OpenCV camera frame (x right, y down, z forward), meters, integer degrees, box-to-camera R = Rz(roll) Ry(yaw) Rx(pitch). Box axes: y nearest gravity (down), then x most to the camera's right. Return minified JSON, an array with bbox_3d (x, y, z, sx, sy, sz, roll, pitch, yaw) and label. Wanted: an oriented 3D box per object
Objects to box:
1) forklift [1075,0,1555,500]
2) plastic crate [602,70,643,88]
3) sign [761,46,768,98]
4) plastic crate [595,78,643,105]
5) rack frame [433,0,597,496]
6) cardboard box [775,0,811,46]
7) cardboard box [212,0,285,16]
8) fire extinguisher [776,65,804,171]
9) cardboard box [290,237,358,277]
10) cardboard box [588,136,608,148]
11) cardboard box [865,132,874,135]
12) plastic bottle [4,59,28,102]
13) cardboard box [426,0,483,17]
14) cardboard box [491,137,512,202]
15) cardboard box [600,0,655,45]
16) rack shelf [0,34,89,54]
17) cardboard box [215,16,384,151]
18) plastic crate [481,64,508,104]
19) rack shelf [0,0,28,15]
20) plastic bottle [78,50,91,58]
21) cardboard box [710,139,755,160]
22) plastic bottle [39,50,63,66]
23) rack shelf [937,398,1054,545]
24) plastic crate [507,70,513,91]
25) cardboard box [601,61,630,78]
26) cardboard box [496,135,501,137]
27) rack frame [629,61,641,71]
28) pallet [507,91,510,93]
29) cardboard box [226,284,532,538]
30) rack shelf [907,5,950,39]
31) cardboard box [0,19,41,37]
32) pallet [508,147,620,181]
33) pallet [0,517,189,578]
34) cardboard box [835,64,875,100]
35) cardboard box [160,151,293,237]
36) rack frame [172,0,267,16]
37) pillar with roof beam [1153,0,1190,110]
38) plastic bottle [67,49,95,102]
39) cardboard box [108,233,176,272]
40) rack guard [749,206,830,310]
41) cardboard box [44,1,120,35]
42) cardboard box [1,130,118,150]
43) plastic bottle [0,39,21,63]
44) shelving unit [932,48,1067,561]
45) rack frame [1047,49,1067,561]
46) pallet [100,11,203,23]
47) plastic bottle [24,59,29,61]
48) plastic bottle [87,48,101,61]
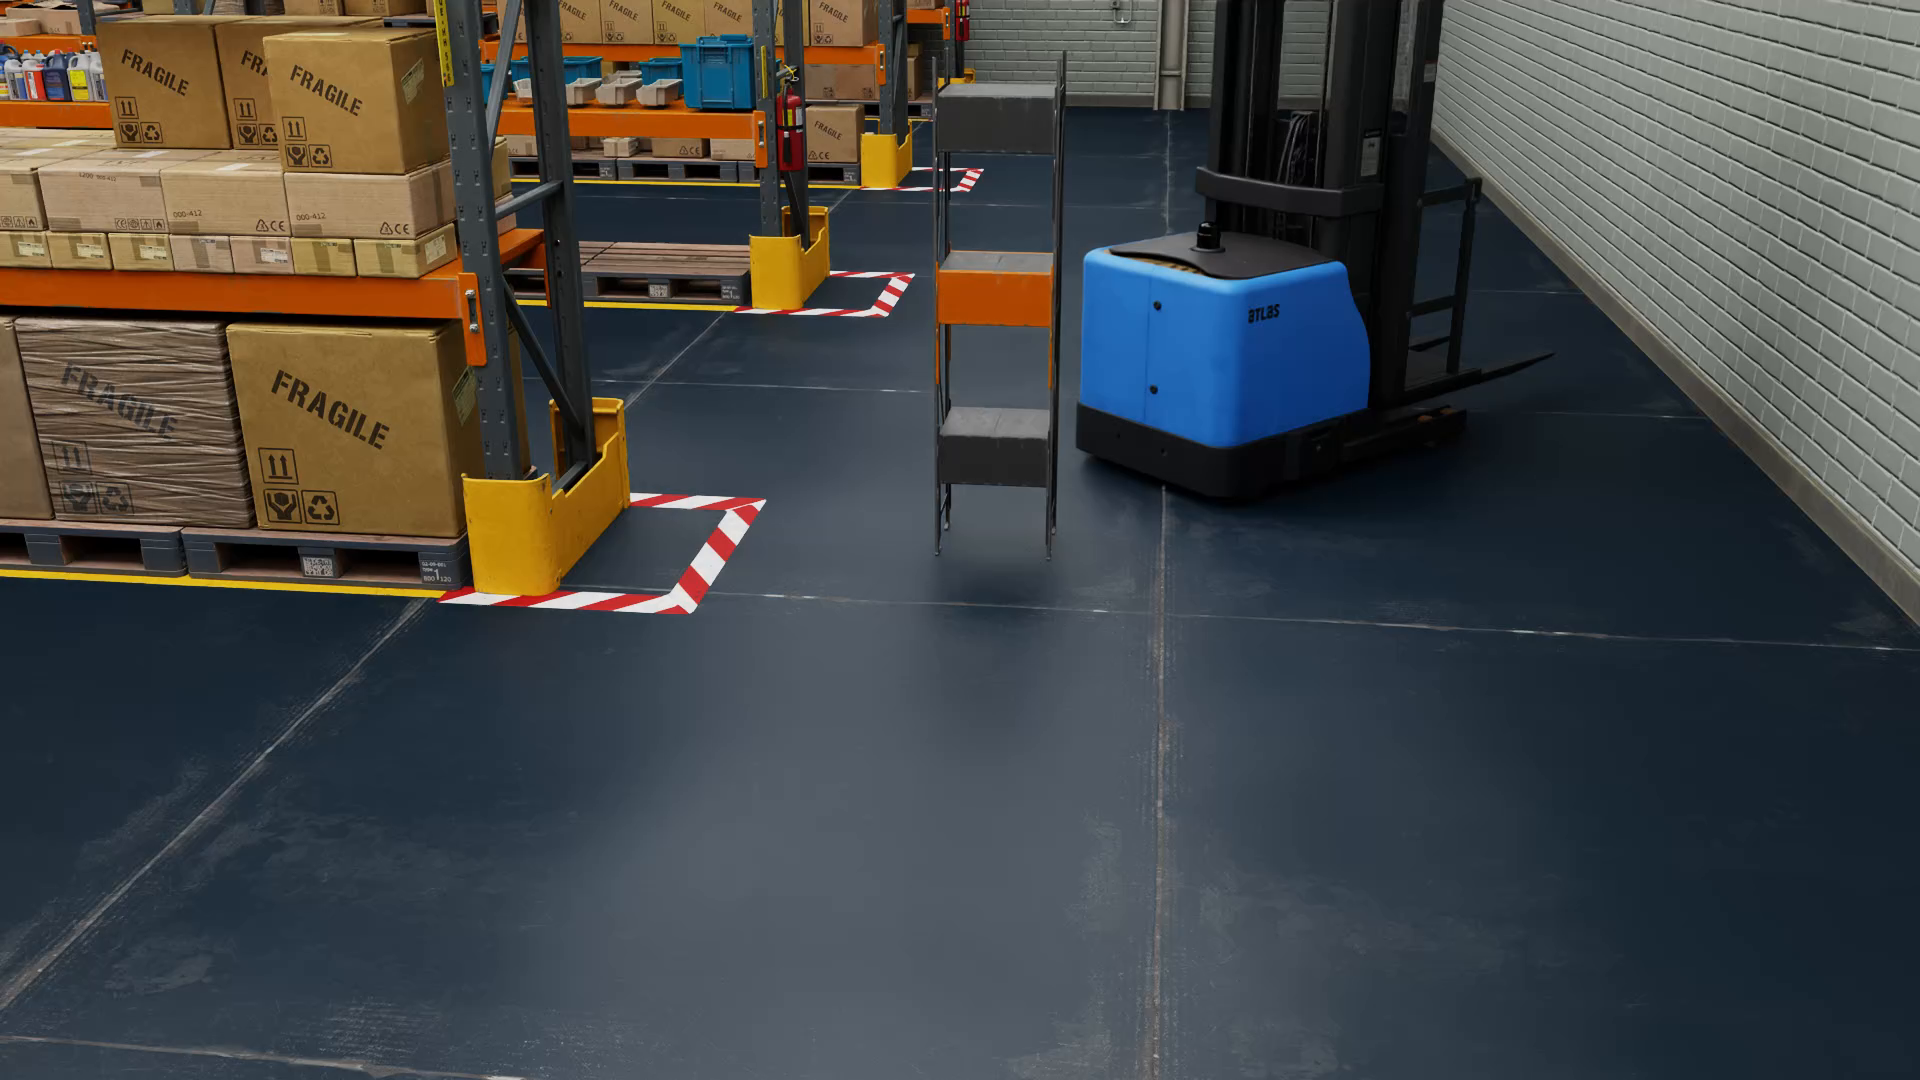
[{"bbox_3d":[2.047,-1.980,8.462,3.031,2.935,1.130,-17,27,-36],"label":"forklift"},{"bbox_3d":[-2.420,-3.300,11.984,0.298,0.136,0.250,2,22,6],"label":"plastic crate"},{"bbox_3d":[-1.280,-3.065,10.890,0.005,0.325,0.100,2,22,6],"label":"sign"},{"bbox_3d":[-2.349,-3.082,11.434,0.243,0.136,0.396,2,22,6],"label":"plastic crate"},{"bbox_3d":[-1.814,-1.382,6.855,0.127,3.000,1.000,2,22,6],"label":"rack frame"},{"bbox_3d":[-1.637,-4.986,15.836,0.500,0.500,0.500,3,22,7],"label":"cardboard box"},{"bbox_3d":[-7.065,-5.491,16.542,0.500,0.500,0.700,7,23,16],"label":"cardboard box"},{"bbox_3d":[-1.135,-2.808,11.076,0.183,0.674,0.296,2,22,6],"label":"fire extinguisher"},{"bbox_3d":[-2.465,-1.171,6.663,0.250,0.149,0.380,3,22,7],"label":"cardboard box"},{"bbox_3d":[-3.638,-4.135,17.098,0.250,0.149,0.380,2,22,6],"label":"cardboard box"},{"bbox_3d":[-1.020,-4.021,16.810,0.250,0.149,0.380,2,22,6],"label":"cardboard box"},{"bbox_3d":[-6.630,-3.248,11.744,0.135,0.276,0.152,2,22,6],"label":"plastic bottle"},{"bbox_3d":[-5.061,-5.516,16.604,0.500,0.500,0.700,-5,22,-12],"label":"cardboard box"},{"bbox_3d":[-2.259,-1.570,7.130,0.500,0.250,0.500,2,22,5],"label":"cardboard box"},{"bbox_3d":[-3.137,-5.053,16.005,0.500,0.500,0.500,2,22,6],"label":"cardboard box"},{"bbox_3d":[-10.575,-5.097,17.230,4.000,0.370,1.077,2,22,6],"label":"rack shelf"},{"bbox_3d":[-2.756,-1.940,7.047,0.500,0.500,0.500,2,22,5],"label":"cardboard box"},{"bbox_3d":[-3.301,-3.136,11.437,0.300,0.233,0.416,2,22,6],"label":"plastic crate"},{"bbox_3d":[-13.968,-7.078,22.243,4.000,0.370,1.077,2,22,6],"label":"rack shelf"},{"bbox_3d":[-6.538,-3.505,12.394,0.135,0.276,0.152,2,22,6],"label":"plastic bottle"},{"bbox_3d":[-2.154,-3.910,16.392,0.500,0.250,0.500,2,22,6],"label":"cardboard box"},{"bbox_3d":[-6.768,-3.515,12.419,0.135,0.276,0.152,2,22,6],"label":"plastic bottle"},{"bbox_3d":[0.164,-0.306,7.298,0.480,0.518,0.431,2,22,6],"label":"rack shelf"},{"bbox_3d":[-3.439,-3.303,11.992,0.466,0.136,0.293,2,22,6],"label":"plastic crate"},{"bbox_3d":[-4.698,-6.157,21.285,0.750,0.750,0.750,3,22,7],"label":"cardboard box"},{"bbox_3d":[-5.069,-4.324,17.098,0.500,0.500,0.500,2,22,4],"label":"cardboard box"},{"bbox_3d":[-4.038,-6.980,21.016,0.127,3.000,1.000,2,22,6],"label":"rack frame"},{"bbox_3d":[-6.028,-5.741,21.675,1.213,0.211,1.003,2,22,6],"label":"pallet"},{"bbox_3d":[-2.459,-0.588,7.165,0.875,0.875,0.875,2,22,6],"label":"cardboard box"},{"bbox_3d":[-2.052,-6.559,20.930,4.000,0.370,1.077,2,22,6],"label":"rack shelf"},{"bbox_3d":[-9.515,-5.166,16.768,0.250,0.149,0.380,2,22,6],"label":"cardboard box"},{"bbox_3d":[-3.935,-3.845,16.878,1.213,0.211,1.003,2,22,6],"label":"pallet"},{"bbox_3d":[-3.826,-0.145,7.519,1.213,0.211,1.003,2,22,6],"label":"pallet"},{"bbox_3d":[-1.269,-5.856,21.000,0.500,0.500,0.700,2,22,6],"label":"cardboard box"},{"bbox_3d":[-2.830,-1.397,6.692,0.500,0.250,0.500,2,22,5],"label":"cardboard box"},{"bbox_3d":[-5.204,-3.363,11.867,0.127,3.000,1.000,2,22,6],"label":"rack frame"},{"bbox_3d":[2.211,-8.224,16.003,0.400,9.000,9.100,2,22,6],"label":"pillar with roof beam"},{"bbox_3d":[-6.155,-3.261,11.675,0.185,0.351,0.144,2,22,6],"label":"plastic bottle"},{"bbox_3d":[-3.221,-1.204,6.747,0.250,0.149,0.380,2,22,5],"label":"cardboard box"},{"bbox_3d":[-1.206,-2.031,11.898,0.348,0.500,1.175,2,22,6],"label":"rack guard"},{"bbox_3d":[-8.945,-5.335,16.975,0.500,0.311,0.500,4,22,10],"label":"cardboard box"},{"bbox_3d":[-3.793,-1.634,7.291,0.500,0.250,0.500,2,22,5],"label":"cardboard box"},{"bbox_3d":[-7.120,-3.566,12.448,0.185,0.351,0.144,2,22,6],"label":"plastic bottle"},{"bbox_3d":[0.164,-0.969,7.036,0.503,2.100,0.431,2,22,6],"label":"shelving unit"},{"bbox_3d":[0.407,-0.959,7.009,0.015,2.100,0.400,2,22,6],"label":"rack frame"},{"bbox_3d":[-7.908,-5.252,16.905,1.003,0.211,1.213,2,22,6],"label":"pallet"},{"bbox_3d":[-6.634,-3.292,11.863,0.097,0.271,0.097,0,22,0],"label":"plastic bottle"},{"bbox_3d":[-6.138,-3.313,11.808,0.185,0.351,0.144,2,22,6],"label":"plastic bottle"}]
